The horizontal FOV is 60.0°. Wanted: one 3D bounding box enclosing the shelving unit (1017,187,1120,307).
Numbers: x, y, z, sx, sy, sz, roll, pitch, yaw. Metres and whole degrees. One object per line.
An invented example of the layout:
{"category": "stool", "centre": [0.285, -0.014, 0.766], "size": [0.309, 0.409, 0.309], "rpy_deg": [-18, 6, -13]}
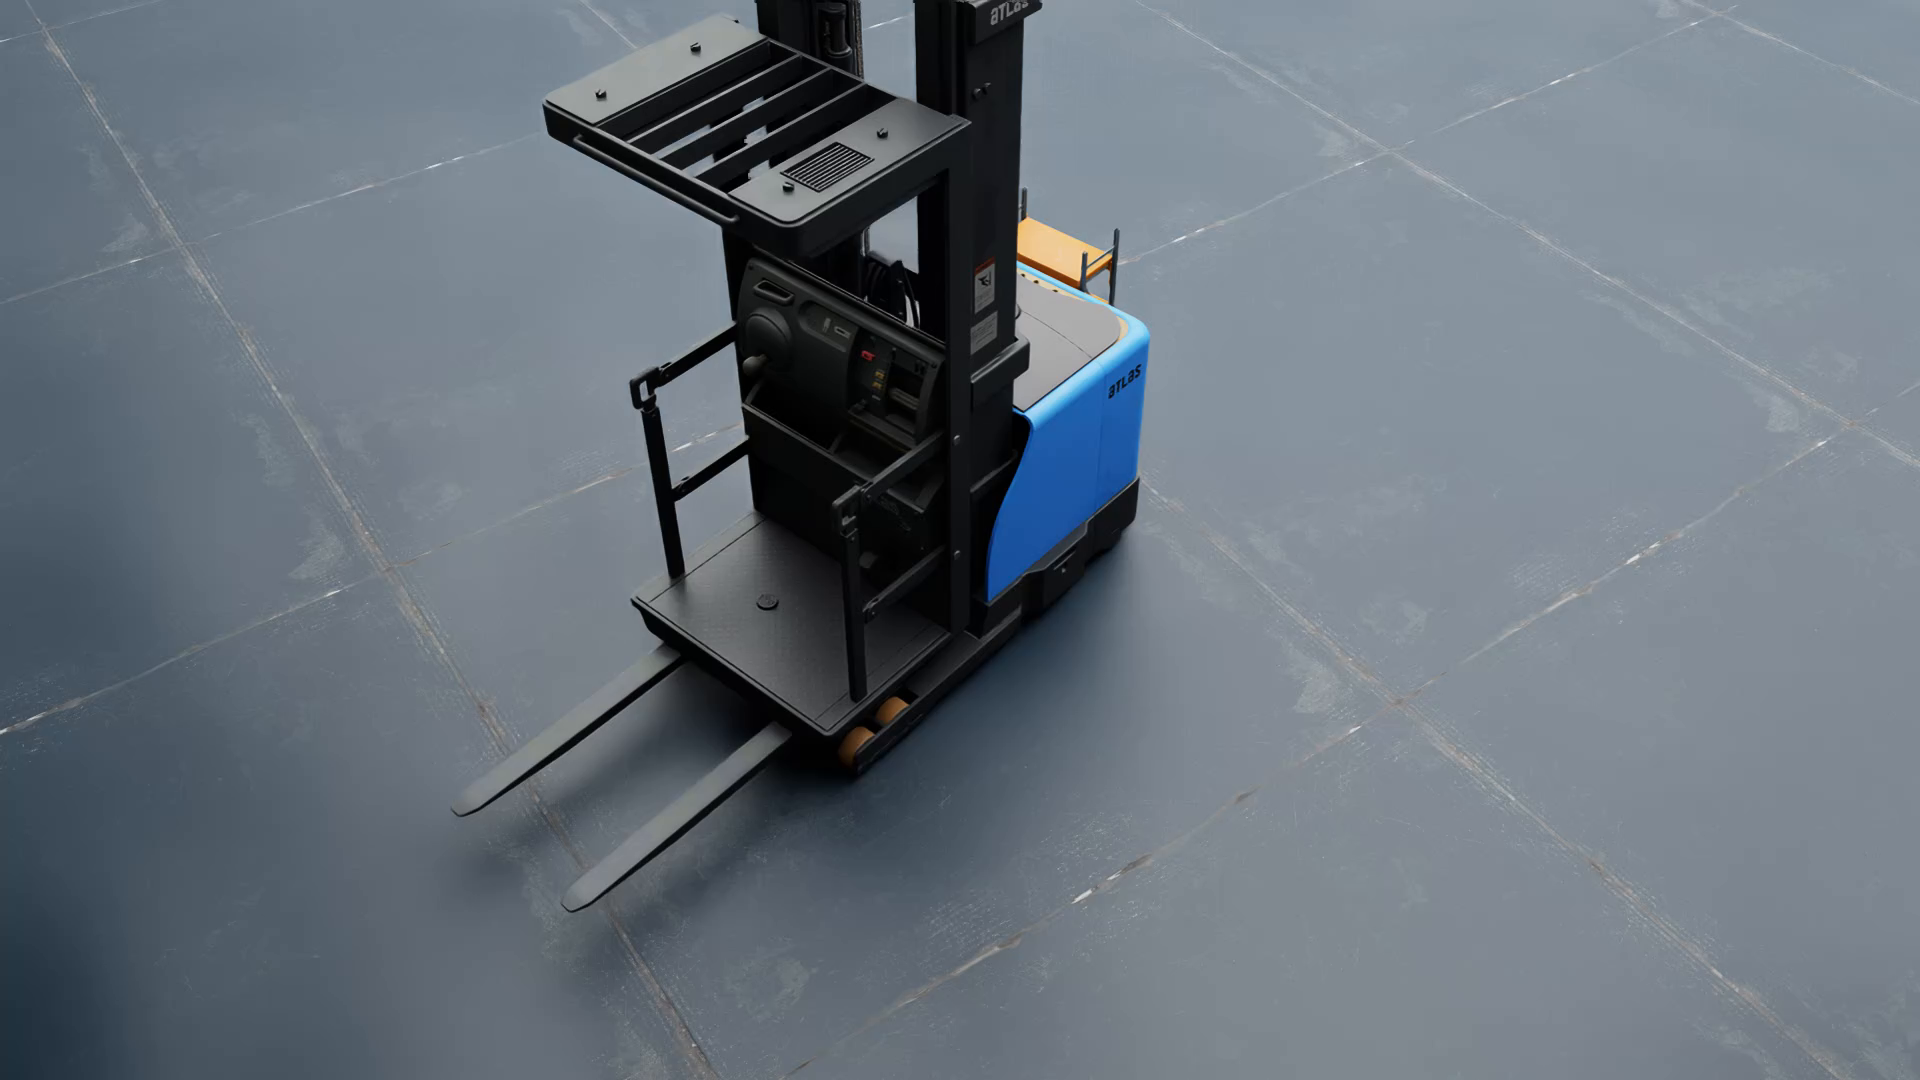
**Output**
{"category": "shelving unit", "centre": [0.390, -0.896, 7.311], "size": [0.503, 1.200, 0.258], "rpy_deg": [30, 51, 28]}

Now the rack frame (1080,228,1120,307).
{"category": "rack frame", "centre": [0.576, -0.787, 7.197], "size": [0.015, 1.200, 0.240], "rpy_deg": [30, 51, 28]}

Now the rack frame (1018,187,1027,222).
{"category": "rack frame", "centre": [0.204, -1.005, 7.425], "size": [0.015, 1.200, 0.240], "rpy_deg": [30, 51, 28]}

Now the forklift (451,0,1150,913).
{"category": "forklift", "centre": [-0.574, -0.584, 5.730], "size": [1.130, 2.935, 3.031], "rpy_deg": [31, 52, 28]}

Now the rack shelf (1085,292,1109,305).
{"category": "rack shelf", "centre": [0.390, -1.009, 7.203], "size": [0.480, 0.148, 0.258], "rpy_deg": [30, 51, 28]}

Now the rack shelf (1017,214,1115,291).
{"category": "rack shelf", "centre": [0.390, -1.180, 7.040], "size": [0.480, 0.148, 0.258], "rpy_deg": [30, 51, 28]}
